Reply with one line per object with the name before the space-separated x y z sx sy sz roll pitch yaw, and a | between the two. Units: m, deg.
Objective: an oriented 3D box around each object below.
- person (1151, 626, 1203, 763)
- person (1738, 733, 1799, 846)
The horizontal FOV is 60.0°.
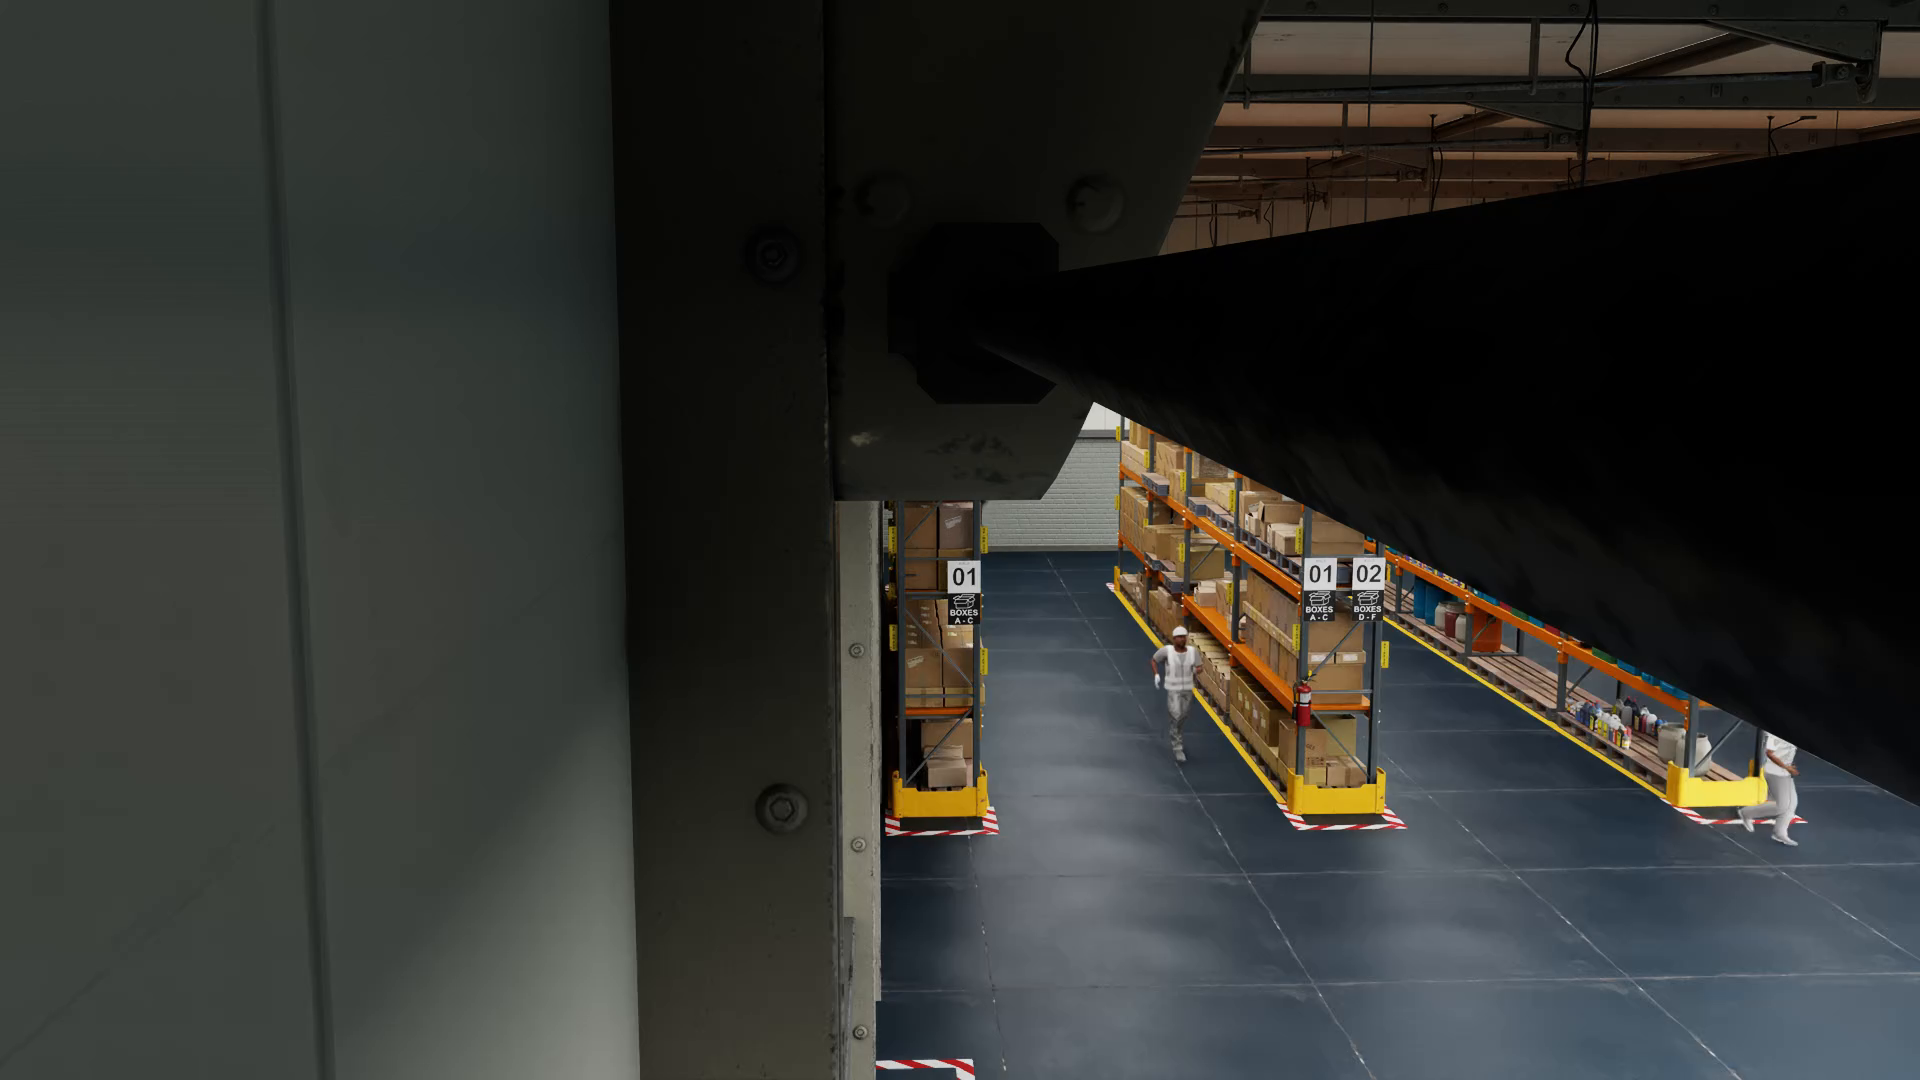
person | 3.052 2.100 23.180 0.671 1.819 0.897 -2 8 -15
person | 9.526 2.727 19.501 0.654 1.699 0.593 5 10 34
